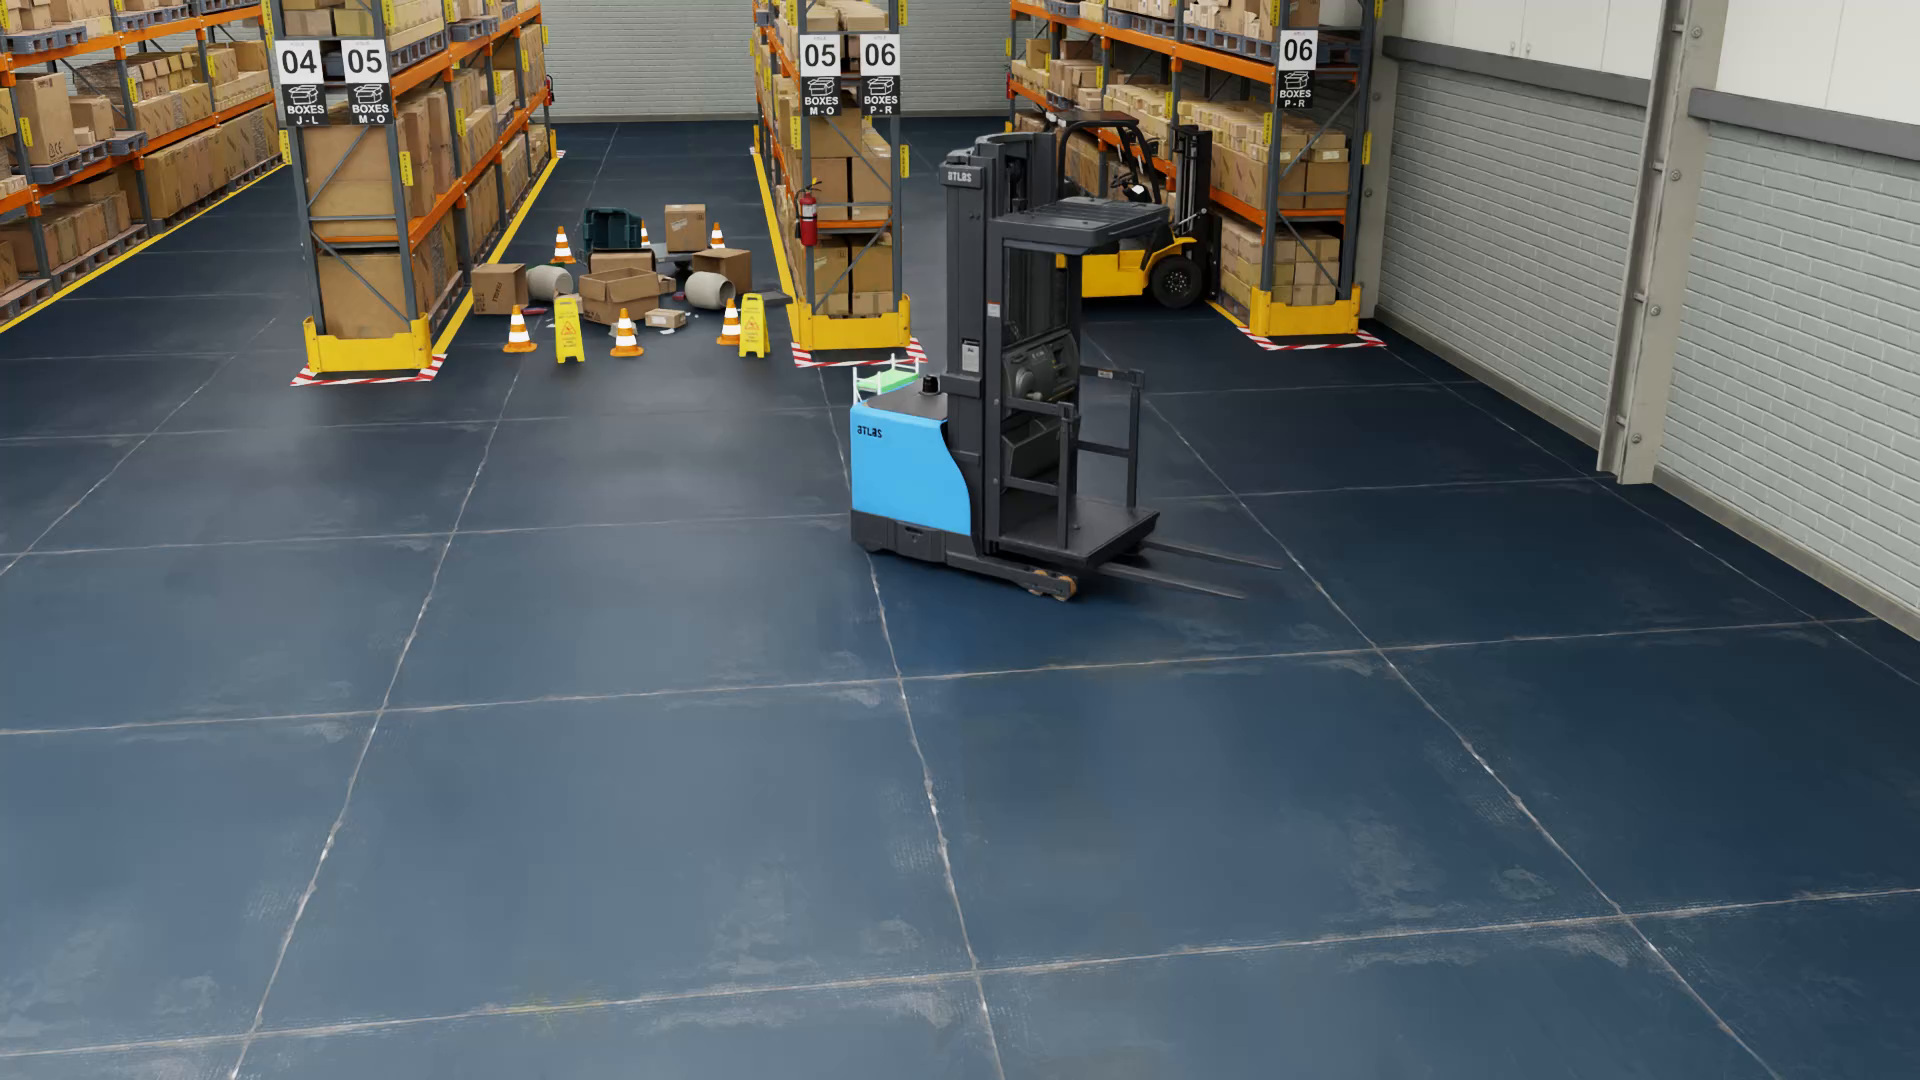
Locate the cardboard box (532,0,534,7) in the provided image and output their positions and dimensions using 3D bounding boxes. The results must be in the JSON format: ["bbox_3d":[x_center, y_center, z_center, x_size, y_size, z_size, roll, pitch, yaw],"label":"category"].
[{"bbox_3d":[-7.840,-9.567,29.471,0.500,0.250,0.500,-2,21,-5],"label":"cardboard box"}]

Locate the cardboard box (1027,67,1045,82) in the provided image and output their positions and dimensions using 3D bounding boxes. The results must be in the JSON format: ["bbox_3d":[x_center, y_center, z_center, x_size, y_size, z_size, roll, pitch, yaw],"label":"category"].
[{"bbox_3d":[1.531,-8.634,30.834,0.500,0.250,0.500,-3,21,-9],"label":"cardboard box"}]

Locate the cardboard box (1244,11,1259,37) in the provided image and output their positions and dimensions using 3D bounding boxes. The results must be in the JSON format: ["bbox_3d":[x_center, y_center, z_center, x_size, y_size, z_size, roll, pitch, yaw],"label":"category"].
[{"bbox_3d":[3.338,-5.666,18.262,0.396,0.266,0.258,-3,21,-8],"label":"cardboard box"}]

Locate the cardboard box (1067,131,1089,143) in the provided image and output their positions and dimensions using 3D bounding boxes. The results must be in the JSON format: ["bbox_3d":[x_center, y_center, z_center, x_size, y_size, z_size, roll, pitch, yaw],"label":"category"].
[{"bbox_3d":[2.018,-6.888,28.416,0.380,0.149,0.250,-4,21,-11],"label":"cardboard box"}]

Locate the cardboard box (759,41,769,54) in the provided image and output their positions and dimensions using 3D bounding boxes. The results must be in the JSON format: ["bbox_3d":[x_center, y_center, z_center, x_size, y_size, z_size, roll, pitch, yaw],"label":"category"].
[{"bbox_3d":[-3.188,-8.289,28.551,0.500,0.500,0.500,-3,21,-8],"label":"cardboard box"}]

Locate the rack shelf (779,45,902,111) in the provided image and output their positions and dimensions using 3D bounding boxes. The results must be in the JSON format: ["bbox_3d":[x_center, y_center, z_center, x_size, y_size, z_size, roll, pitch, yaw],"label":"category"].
[{"bbox_3d":[-1.405,-5.230,18.674,1.077,0.370,4.000,-3,21,-8],"label":"rack shelf"}]

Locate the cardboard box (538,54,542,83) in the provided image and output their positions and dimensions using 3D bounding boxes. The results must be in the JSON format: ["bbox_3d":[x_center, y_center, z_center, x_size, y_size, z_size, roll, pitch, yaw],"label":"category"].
[{"bbox_3d":[-7.918,-8.590,30.359,0.500,0.500,0.500,-3,21,-9],"label":"cardboard box"}]

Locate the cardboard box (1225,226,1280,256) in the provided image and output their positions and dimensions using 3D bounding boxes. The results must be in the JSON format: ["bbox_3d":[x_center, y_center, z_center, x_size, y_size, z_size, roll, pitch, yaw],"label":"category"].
[{"bbox_3d":[3.340,-3.419,18.982,0.500,0.250,0.500,-3,21,-7],"label":"cardboard box"}]

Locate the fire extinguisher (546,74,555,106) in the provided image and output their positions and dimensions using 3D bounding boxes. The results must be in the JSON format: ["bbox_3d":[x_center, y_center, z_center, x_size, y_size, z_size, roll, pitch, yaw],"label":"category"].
[{"bbox_3d":[-7.886,-8.624,31.663,0.296,0.674,0.183,-3,21,-8],"label":"fire extinguisher"}]

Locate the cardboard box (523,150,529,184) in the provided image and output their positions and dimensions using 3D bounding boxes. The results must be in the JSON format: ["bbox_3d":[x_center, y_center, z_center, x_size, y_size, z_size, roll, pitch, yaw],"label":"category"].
[{"bbox_3d":[-7.374,-6.122,27.293,0.500,0.500,0.500,-3,21,-9],"label":"cardboard box"}]

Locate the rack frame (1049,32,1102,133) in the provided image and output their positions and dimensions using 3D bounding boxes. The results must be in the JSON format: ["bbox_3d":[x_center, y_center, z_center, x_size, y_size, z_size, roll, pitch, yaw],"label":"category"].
[{"bbox_3d":[2.065,-7.876,29.017,1.000,3.000,0.127,-3,21,-8],"label":"rack frame"}]

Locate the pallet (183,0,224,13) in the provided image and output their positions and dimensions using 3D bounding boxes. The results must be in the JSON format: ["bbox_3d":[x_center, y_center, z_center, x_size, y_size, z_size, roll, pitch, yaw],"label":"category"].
[{"bbox_3d":[-12.760,-8.772,27.255,1.003,0.211,1.213,-3,21,-8],"label":"pallet"}]

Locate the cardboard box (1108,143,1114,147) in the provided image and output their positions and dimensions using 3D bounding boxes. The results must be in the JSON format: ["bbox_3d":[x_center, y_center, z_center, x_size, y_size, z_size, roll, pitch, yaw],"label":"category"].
[{"bbox_3d":[2.635,-6.462,27.276,0.380,0.149,0.250,-3,21,-7],"label":"cardboard box"}]

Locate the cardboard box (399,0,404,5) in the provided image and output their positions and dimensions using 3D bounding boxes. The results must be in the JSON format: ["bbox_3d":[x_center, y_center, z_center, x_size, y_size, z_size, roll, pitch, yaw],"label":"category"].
[{"bbox_3d":[-5.842,-5.484,16.802,0.380,0.149,0.250,-3,21,-7],"label":"cardboard box"}]

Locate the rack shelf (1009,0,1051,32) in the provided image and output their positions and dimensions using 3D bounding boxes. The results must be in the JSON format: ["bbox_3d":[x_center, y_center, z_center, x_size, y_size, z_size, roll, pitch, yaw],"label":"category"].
[{"bbox_3d":[1.777,-9.637,30.472,1.077,0.370,4.000,-3,21,-8],"label":"rack shelf"}]

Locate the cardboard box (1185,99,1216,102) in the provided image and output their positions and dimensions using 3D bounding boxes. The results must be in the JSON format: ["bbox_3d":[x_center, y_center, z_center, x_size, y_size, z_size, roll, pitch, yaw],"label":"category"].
[{"bbox_3d":[3.290,-5.946,22.780,0.380,0.149,0.250,-3,21,-8],"label":"cardboard box"}]

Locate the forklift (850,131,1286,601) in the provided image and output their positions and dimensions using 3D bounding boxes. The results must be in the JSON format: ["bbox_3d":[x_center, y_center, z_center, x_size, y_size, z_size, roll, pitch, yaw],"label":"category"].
[{"bbox_3d":[0.725,-1.177,11.179,3.031,2.935,1.130,13,24,30],"label":"forklift"}]

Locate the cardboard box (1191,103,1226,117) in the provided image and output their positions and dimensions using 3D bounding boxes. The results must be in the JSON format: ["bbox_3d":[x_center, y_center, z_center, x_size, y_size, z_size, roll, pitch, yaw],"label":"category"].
[{"bbox_3d":[3.115,-5.386,20.854,0.380,0.149,0.250,-3,21,-7],"label":"cardboard box"}]

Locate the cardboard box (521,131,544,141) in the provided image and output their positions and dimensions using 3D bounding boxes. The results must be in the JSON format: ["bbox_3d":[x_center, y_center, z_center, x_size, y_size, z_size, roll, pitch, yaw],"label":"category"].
[{"bbox_3d":[-7.769,-7.338,30.200,0.380,0.149,0.250,-2,21,-6],"label":"cardboard box"}]

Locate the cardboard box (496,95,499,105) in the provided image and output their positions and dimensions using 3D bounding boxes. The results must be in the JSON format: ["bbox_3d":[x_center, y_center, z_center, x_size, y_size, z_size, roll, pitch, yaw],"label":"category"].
[{"bbox_3d":[-7.144,-6.624,24.998,0.380,0.149,0.250,-3,21,-8],"label":"cardboard box"}]

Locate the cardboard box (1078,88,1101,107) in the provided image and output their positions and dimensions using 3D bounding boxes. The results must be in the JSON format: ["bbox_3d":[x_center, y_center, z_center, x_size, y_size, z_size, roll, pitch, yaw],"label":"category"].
[{"bbox_3d":[2.169,-6.967,26.196,0.500,0.250,0.500,-4,21,-10],"label":"cardboard box"}]

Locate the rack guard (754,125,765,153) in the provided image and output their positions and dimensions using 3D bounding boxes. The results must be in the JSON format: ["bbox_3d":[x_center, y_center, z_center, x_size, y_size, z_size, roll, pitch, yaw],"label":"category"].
[{"bbox_3d":[-3.426,-7.847,32.510,1.175,0.500,0.348,-3,21,-8],"label":"rack guard"}]

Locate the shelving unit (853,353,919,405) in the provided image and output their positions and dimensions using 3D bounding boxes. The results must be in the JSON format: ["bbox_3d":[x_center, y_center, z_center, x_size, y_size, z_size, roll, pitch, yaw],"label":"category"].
[{"bbox_3d":[-0.544,-0.751,12.512,0.258,1.200,0.503,13,24,31],"label":"shelving unit"}]

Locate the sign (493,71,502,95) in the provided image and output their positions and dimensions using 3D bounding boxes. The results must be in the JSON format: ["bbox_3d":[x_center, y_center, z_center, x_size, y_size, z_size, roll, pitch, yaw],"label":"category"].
[{"bbox_3d":[-6.605,-6.526,23.748,0.100,0.325,0.005,-3,21,-8],"label":"sign"}]

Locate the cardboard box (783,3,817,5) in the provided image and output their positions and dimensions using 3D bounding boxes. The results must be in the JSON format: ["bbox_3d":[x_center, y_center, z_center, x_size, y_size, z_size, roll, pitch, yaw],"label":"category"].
[{"bbox_3d":[-1.875,-6.210,19.487,0.380,0.149,0.250,-4,21,-10],"label":"cardboard box"}]

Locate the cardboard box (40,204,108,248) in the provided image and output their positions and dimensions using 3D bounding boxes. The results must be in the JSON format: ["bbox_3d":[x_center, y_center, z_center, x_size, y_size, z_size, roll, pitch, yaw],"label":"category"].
[{"bbox_3d":[-11.779,-4.156,22.001,0.700,0.500,0.500,-1,21,-3],"label":"cardboard box"}]

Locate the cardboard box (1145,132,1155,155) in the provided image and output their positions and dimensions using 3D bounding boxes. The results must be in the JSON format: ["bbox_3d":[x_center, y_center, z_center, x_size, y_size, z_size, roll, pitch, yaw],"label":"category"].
[{"bbox_3d":[2.809,-5.371,22.524,0.500,0.250,0.500,-3,21,-8],"label":"cardboard box"}]

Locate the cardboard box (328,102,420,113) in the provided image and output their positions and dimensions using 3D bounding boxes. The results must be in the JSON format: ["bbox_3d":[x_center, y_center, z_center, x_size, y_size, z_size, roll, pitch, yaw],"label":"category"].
[{"bbox_3d":[-6.337,-4.455,18.099,0.875,0.550,0.500,-3,21,-8],"label":"cardboard box"}]

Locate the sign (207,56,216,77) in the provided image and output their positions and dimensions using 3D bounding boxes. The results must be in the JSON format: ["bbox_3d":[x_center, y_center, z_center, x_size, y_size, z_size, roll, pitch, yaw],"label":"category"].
[{"bbox_3d":[-12.117,-7.661,26.898,0.100,0.325,0.005,-3,21,-8],"label":"sign"}]

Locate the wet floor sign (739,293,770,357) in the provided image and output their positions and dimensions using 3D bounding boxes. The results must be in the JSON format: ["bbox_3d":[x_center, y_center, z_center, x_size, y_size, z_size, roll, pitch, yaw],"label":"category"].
[{"bbox_3d":[-2.148,-2.247,17.310,0.267,0.644,0.232,4,21,11],"label":"wet floor sign"}]

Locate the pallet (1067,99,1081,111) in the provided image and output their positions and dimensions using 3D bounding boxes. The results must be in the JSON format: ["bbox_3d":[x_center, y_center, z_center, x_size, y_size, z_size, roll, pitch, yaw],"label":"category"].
[{"bbox_3d":[2.357,-7.074,27.144,1.003,0.211,1.213,-3,21,-8],"label":"pallet"}]

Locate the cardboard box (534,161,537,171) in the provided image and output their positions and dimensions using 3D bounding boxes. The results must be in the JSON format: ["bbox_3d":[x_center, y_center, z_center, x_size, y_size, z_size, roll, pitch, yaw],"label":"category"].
[{"bbox_3d":[-7.503,-6.435,28.634,0.380,0.149,0.250,-2,21,-6],"label":"cardboard box"}]

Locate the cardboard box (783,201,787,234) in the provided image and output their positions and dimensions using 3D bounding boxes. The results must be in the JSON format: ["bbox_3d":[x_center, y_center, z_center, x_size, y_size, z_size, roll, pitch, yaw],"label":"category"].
[{"bbox_3d":[-1.980,-4.491,23.109,0.950,0.372,0.625,-2,21,-6],"label":"cardboard box"}]

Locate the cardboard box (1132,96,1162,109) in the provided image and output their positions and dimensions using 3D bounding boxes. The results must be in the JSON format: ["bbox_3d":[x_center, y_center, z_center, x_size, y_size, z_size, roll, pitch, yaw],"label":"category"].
[{"bbox_3d":[2.621,-6.093,23.172,0.380,0.149,0.250,-3,21,-9],"label":"cardboard box"}]

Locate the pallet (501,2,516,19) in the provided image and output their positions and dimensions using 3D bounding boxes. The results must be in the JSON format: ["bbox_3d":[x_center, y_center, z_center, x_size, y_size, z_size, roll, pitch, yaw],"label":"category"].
[{"bbox_3d":[-7.747,-8.438,26.502,1.213,0.211,1.003,-3,21,-8],"label":"pallet"}]

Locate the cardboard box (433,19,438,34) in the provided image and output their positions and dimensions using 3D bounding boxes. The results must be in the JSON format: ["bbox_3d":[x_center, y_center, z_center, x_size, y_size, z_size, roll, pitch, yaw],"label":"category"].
[{"bbox_3d":[-6.133,-5.814,18.825,0.380,0.149,0.250,-3,21,-7],"label":"cardboard box"}]

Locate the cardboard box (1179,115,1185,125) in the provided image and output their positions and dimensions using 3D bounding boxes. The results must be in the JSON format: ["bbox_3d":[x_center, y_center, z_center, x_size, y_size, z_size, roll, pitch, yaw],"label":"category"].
[{"bbox_3d":[3.004,-5.333,21.139,0.380,0.149,0.250,-3,21,-9],"label":"cardboard box"}]

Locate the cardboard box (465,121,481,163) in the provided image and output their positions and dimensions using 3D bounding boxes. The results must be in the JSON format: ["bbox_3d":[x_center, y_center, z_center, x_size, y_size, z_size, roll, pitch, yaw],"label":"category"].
[{"bbox_3d":[-6.529,-5.160,21.603,0.500,0.500,0.500,-3,21,-8],"label":"cardboard box"}]

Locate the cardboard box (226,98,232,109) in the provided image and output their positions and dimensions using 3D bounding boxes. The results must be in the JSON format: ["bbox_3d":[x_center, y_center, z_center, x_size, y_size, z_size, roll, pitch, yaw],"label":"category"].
[{"bbox_3d":[-12.443,-7.308,27.855,0.380,0.149,0.250,-2,21,-6],"label":"cardboard box"}]

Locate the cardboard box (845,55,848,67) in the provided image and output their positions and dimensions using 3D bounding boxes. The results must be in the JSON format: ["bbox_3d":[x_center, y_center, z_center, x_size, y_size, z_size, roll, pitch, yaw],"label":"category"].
[{"bbox_3d":[-1.034,-5.153,17.797,0.380,0.149,0.250,-3,21,-8],"label":"cardboard box"}]

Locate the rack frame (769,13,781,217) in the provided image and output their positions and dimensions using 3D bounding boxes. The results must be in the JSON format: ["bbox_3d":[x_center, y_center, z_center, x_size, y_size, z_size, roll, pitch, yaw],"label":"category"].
[{"bbox_3d":[-2.270,-6.240,24.635,1.000,3.000,0.127,-3,21,-8],"label":"rack frame"}]

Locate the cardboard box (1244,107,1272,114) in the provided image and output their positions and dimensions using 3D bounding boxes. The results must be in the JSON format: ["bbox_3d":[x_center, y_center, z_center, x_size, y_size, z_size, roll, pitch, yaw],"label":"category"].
[{"bbox_3d":[3.708,-5.238,20.457,0.380,0.149,0.250,-3,21,-9],"label":"cardboard box"}]

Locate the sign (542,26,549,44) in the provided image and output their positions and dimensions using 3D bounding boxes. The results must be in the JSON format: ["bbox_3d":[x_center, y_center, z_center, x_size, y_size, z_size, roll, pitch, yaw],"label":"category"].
[{"bbox_3d":[-7.755,-9.436,31.087,0.100,0.325,0.005,-3,21,-8],"label":"sign"}]

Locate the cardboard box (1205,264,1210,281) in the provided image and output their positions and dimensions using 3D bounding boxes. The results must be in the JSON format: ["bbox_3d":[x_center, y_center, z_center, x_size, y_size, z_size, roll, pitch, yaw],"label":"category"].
[{"bbox_3d":[3.192,-3.302,20.099,0.500,0.250,0.500,-2,21,-6],"label":"cardboard box"}]

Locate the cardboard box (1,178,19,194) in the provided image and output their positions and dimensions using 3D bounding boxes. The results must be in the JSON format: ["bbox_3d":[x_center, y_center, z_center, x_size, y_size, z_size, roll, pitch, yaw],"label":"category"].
[{"bbox_3d":[-11.151,-4.090,19.240,0.380,0.149,0.250,-3,21,-8],"label":"cardboard box"}]

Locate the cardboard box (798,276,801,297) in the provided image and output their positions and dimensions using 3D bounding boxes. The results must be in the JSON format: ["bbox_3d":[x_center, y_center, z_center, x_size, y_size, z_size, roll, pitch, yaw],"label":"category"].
[{"bbox_3d":[-1.566,-2.824,18.821,0.500,0.250,0.500,-3,21,-8],"label":"cardboard box"}]

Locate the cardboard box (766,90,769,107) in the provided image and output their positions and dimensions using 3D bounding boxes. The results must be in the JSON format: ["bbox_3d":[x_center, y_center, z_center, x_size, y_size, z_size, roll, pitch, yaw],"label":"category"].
[{"bbox_3d":[-2.763,-6.912,25.935,0.500,0.250,0.500,-3,21,-9],"label":"cardboard box"}]

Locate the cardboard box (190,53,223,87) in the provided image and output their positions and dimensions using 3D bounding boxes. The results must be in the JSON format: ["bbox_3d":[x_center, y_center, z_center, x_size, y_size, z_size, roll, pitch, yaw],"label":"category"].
[{"bbox_3d":[-12.469,-7.724,27.326,0.500,0.500,0.500,-3,21,-8],"label":"cardboard box"}]

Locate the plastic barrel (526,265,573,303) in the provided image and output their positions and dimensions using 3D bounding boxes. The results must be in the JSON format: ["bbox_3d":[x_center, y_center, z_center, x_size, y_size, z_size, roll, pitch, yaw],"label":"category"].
[{"bbox_3d":[-4.895,-3.048,19.771,0.512,0.421,0.421,12,24,30],"label":"plastic barrel"}]

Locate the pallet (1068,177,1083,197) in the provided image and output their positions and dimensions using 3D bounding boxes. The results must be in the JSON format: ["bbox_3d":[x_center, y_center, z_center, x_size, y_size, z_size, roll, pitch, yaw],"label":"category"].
[{"bbox_3d":[2.399,-5.867,27.622,1.003,0.211,1.213,-3,21,-8],"label":"pallet"}]

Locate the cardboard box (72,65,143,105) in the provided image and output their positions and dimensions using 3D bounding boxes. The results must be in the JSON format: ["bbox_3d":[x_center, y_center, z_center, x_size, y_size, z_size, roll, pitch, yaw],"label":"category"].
[{"bbox_3d":[-12.166,-6.510,23.784,0.797,0.503,0.637,-2,21,-6],"label":"cardboard box"}]

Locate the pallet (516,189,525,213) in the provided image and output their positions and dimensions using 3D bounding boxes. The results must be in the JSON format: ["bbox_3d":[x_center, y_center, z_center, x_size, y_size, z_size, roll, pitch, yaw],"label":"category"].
[{"bbox_3d":[-7.437,-5.341,26.214,1.003,0.211,1.213,-3,21,-8],"label":"pallet"}]

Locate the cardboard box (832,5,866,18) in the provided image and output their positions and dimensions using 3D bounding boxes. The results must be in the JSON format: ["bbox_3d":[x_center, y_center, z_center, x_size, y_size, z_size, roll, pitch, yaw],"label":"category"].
[{"bbox_3d":[-1.266,-6.057,19.078,0.380,0.149,0.250,-3,21,-9],"label":"cardboard box"}]

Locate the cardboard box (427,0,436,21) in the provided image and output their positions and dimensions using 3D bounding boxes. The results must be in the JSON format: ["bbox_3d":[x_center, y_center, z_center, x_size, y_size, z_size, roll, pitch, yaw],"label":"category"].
[{"bbox_3d":[-6.179,-5.955,18.633,0.500,0.250,0.500,-3,21,-8],"label":"cardboard box"}]

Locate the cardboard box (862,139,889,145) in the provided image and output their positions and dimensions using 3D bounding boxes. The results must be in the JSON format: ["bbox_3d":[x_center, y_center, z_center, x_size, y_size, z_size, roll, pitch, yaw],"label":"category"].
[{"bbox_3d":[-1.063,-4.189,18.578,0.500,0.500,0.500,-3,21,-9],"label":"cardboard box"}]

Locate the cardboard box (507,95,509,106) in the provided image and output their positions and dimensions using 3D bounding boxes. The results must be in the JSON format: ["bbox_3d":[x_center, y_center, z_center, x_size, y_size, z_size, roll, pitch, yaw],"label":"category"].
[{"bbox_3d":[-7.323,-6.932,26.248,0.380,0.149,0.250,-4,21,-10],"label":"cardboard box"}]
